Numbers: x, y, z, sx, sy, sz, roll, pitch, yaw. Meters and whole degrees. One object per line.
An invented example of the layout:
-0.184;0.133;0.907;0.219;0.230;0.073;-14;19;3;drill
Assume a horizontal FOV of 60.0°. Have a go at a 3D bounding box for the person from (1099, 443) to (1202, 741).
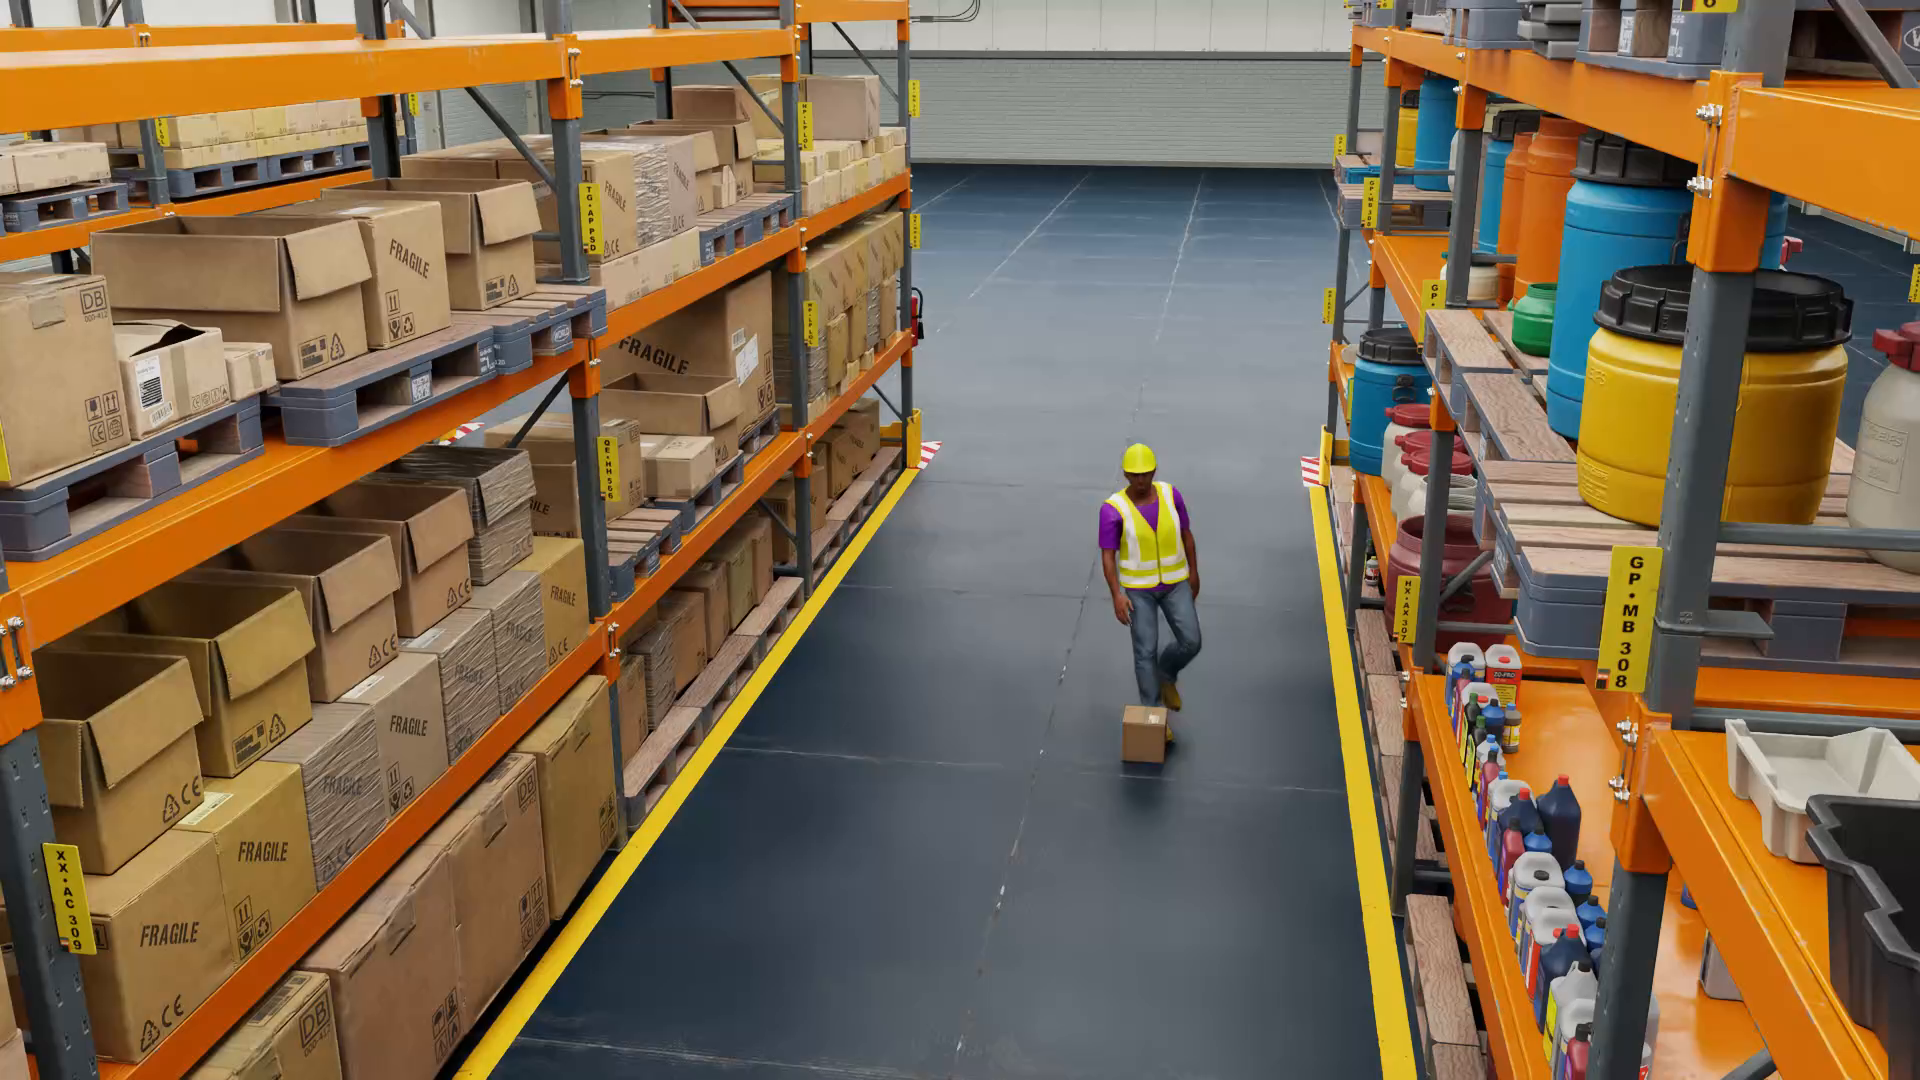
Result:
1.184;0.305;10.036;0.663;1.759;0.618;-3;18;-10;person
